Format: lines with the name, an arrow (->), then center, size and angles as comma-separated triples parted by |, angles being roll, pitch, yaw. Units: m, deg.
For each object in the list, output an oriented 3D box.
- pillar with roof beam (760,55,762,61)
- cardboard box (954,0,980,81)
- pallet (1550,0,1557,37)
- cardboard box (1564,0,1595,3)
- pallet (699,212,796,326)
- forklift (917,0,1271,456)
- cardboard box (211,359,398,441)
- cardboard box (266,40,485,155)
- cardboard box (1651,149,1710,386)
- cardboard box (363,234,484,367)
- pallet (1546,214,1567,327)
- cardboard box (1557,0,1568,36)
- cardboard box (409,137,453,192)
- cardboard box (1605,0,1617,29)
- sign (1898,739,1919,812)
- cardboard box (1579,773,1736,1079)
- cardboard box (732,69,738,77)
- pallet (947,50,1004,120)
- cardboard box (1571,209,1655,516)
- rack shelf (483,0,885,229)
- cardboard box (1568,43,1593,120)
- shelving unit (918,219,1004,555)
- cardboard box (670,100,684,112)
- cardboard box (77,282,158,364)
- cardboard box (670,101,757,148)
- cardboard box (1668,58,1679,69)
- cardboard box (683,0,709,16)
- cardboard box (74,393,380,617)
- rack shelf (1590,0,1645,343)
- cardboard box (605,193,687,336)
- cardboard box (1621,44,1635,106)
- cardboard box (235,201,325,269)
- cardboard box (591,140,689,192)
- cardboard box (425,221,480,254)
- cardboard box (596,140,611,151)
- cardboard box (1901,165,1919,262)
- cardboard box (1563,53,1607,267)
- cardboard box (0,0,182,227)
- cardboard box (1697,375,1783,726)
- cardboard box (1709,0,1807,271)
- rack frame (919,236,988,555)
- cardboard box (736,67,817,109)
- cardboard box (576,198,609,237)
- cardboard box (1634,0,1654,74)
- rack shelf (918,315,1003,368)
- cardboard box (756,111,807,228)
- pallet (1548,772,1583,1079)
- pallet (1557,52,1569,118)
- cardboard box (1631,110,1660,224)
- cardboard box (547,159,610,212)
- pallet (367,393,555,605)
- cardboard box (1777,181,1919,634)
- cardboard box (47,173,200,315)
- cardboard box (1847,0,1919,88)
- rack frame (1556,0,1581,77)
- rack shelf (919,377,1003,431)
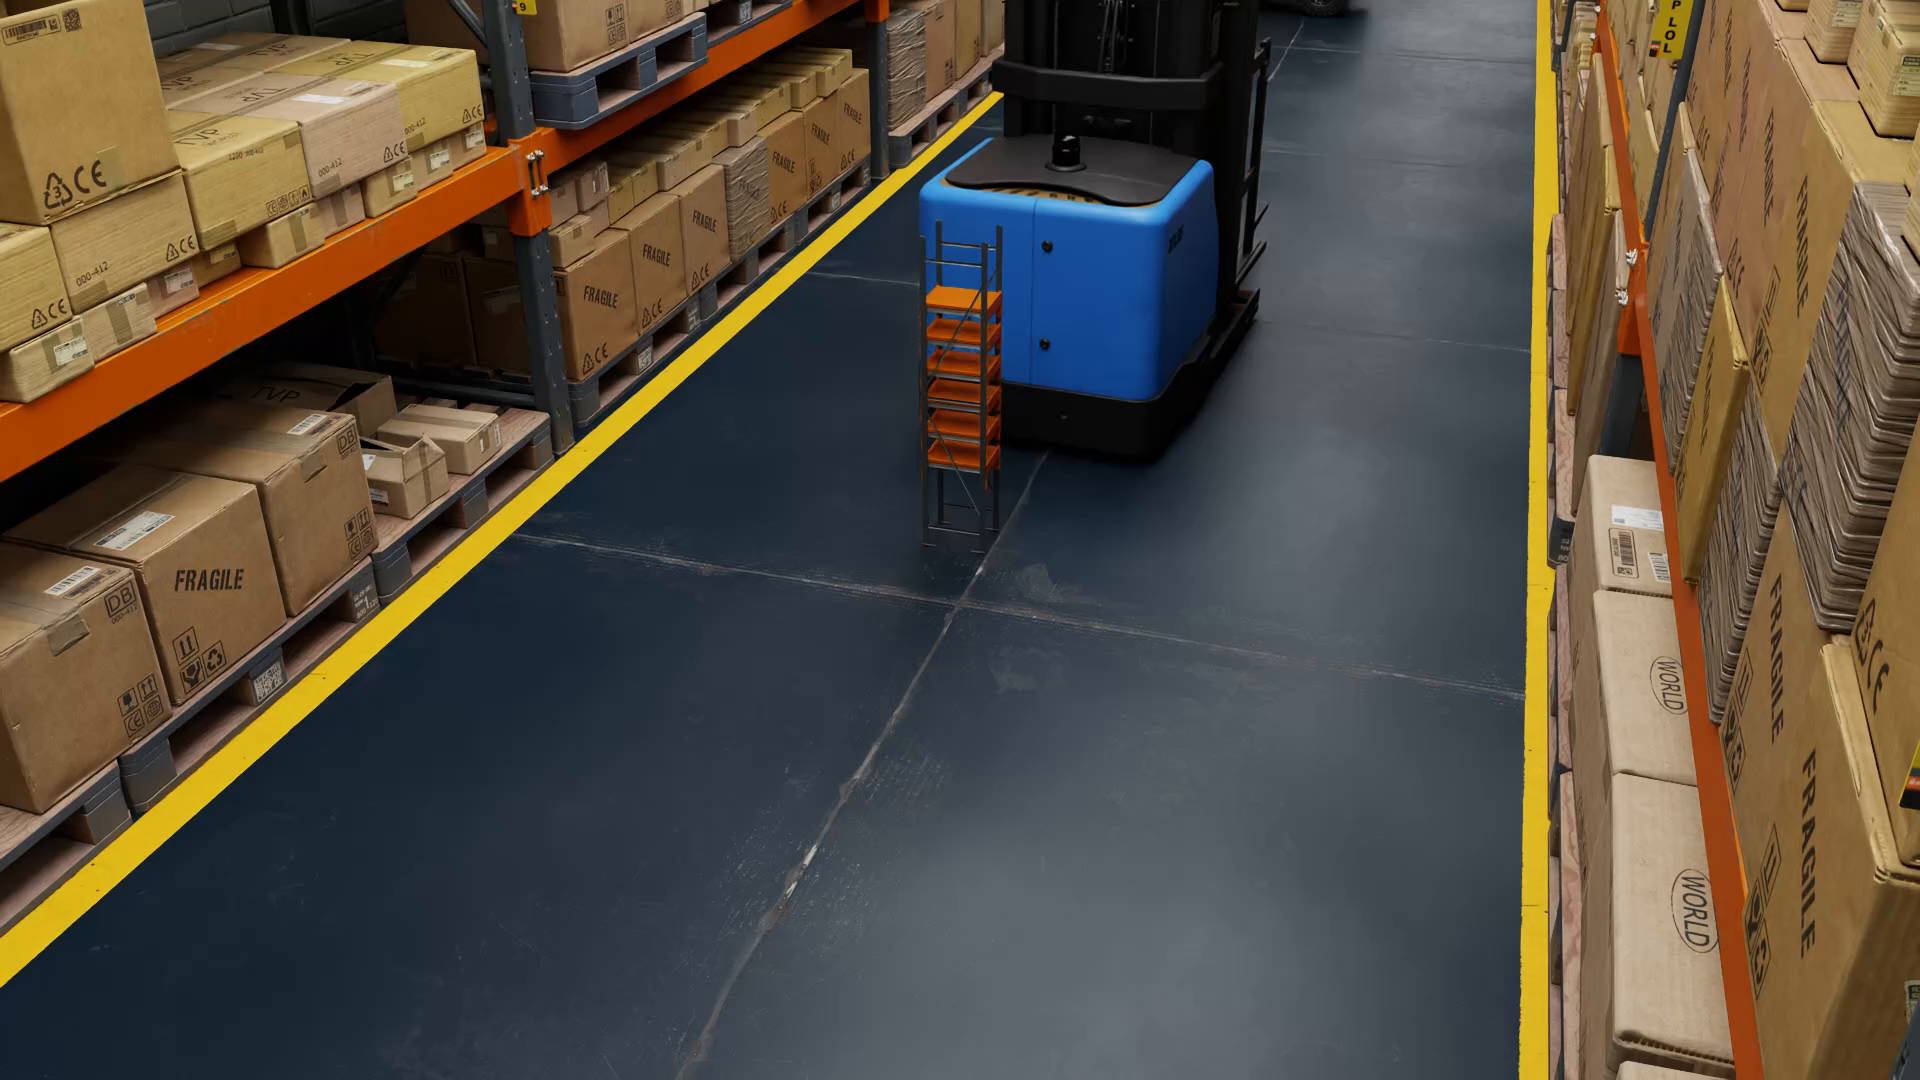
pillar with roof beam -> 2.705, -6.351, 8.410 | 9.100, 9.000, 0.400 | 8, 30, 15
cardboard box -> -0.354, -3.661, 11.755 | 0.875, 0.625, 0.625 | 7, 30, 13
pallet -> 5.508, -4.429, 13.994 | 1.003, 0.211, 1.213 | 8, 30, 15
cardboard box -> 4.905, -4.384, 12.671 | 0.500, 0.500, 0.500 | 8, 30, 14
pallet -> -1.547, -1.484, 8.700 | 1.003, 0.211, 1.213 | 8, 30, 15
forklift -> 0.828, -2.320, 7.405 | 1.130, 2.935, 3.031 | 11, 31, 18
cardboard box -> -2.526, -0.486, 6.371 | 0.500, 0.311, 0.500 | 10, 30, 17
cardboard box -> -2.022, -1.543, 5.787 | 0.500, 0.250, 0.500 | 9, 30, 16
cardboard box -> 2.100, -0.673, 4.272 | 0.500, 0.500, 0.500 | 9, 30, 15
cardboard box -> -2.245, -1.112, 7.302 | 0.500, 0.500, 0.500 | 8, 30, 15
pallet -> 3.511, -1.328, 8.421 | 1.003, 0.211, 1.213 | 8, 30, 15
cardboard box -> 4.905, -4.057, 12.853 | 0.500, 0.250, 0.500 | 10, 31, 17
cardboard box -> -2.014, -1.332, 5.818 | 0.380, 0.149, 0.250 | 9, 30, 16
cardboard box -> 3.430, -2.646, 8.074 | 0.500, 0.250, 0.500 | 8, 30, 14
sign -> 0.951, 0.122, 1.511 | 0.100, 0.325, 0.005 | 8, 30, 15
cardboard box -> 1.825, 1.004, 3.564 | 0.875, 0.438, 0.875 | 9, 30, 16
cardboard box -> -1.487, -2.666, 9.429 | 0.380, 0.149, 0.250 | 9, 30, 16
pallet -> -0.293, -3.333, 12.024 | 1.003, 0.211, 1.213 | 8, 30, 15
cardboard box -> 2.746, -0.598, 5.994 | 0.875, 0.875, 0.875 | 9, 30, 16
rack shelf -> -1.519, -2.365, 8.156 | 1.077, 0.370, 4.000 | 8, 30, 15
cardboard box -> 4.427, -2.895, 10.639 | 0.950, 0.372, 0.625 | 10, 30, 17
shelving unit -> 0.004, -0.531, 5.970 | 0.258, 1.200, 0.189 | 8, 30, 15
cardboard box -> -1.682, -2.298, 8.767 | 0.380, 0.149, 0.250 | 8, 30, 14
cardboard box -> -2.438, -0.612, 4.523 | 0.380, 0.149, 0.250 | 9, 30, 16
cardboard box -> -1.251, -2.106, 8.422 | 0.380, 0.149, 0.250 | 7, 30, 12
cardboard box -> 2.531, -1.768, 5.211 | 0.500, 0.500, 0.500 | 9, 30, 16
cardboard box -> -1.331, -2.466, 7.304 | 0.396, 0.266, 0.258 | 10, 31, 17
cardboard box -> -2.417, -0.127, 5.533 | 0.700, 0.500, 0.500 | 7, 30, 13
rack shelf -> 3.227, -1.659, 6.886 | 1.077, 0.370, 4.000 | 8, 30, 15
cardboard box -> -1.602, -1.283, 7.610 | 0.500, 0.500, 0.500 | 8, 30, 14
cardboard box -> 2.995, -1.932, 6.791 | 0.500, 0.250, 0.500 | 8, 30, 15
cardboard box -> -2.218, -0.967, 5.162 | 0.380, 0.149, 0.250 | 8, 30, 14
cardboard box -> -1.498, -1.754, 7.790 | 0.380, 0.149, 0.250 | 8, 30, 15
cardboard box -> -2.274, -1.337, 7.040 | 0.380, 0.149, 0.250 | 7, 30, 13
cardboard box -> -1.934, -1.945, 8.132 | 0.380, 0.149, 0.250 | 9, 30, 16
cardboard box -> 1.427, -0.398, 2.081 | 0.380, 0.149, 0.250 | 8, 30, 14
cardboard box -> 3.532, -1.849, 8.241 | 0.875, 0.875, 0.875 | 8, 30, 14
cardboard box -> -2.449, -1.153, 4.314 | 0.500, 0.500, 0.500 | 9, 30, 16
cardboard box -> 1.658, 0.038, 2.993 | 0.500, 0.500, 0.500 | 9, 30, 16
cardboard box -> 1.953, -0.867, 3.592 | 0.500, 0.500, 0.500 | 9, 30, 16
rack frame -> -0.023, -0.489, 5.894 | 0.240, 1.200, 0.006 | 8, 30, 15
cardboard box -> -1.005, -2.471, 9.078 | 0.380, 0.149, 0.250 | 7, 30, 13
cardboard box -> -1.739, -1.393, 7.141 | 0.380, 0.149, 0.250 | 8, 30, 13
cardboard box -> 2.823, -1.911, 6.240 | 0.500, 0.250, 0.500 | 9, 30, 16
rack shelf -> 0.004, -0.702, 5.875 | 0.258, 0.103, 0.180 | 8, 30, 15
cardboard box -> -1.159, -1.998, 8.896 | 0.500, 0.500, 0.500 | 10, 31, 17
pallet -> 1.986, 1.086, 4.081 | 1.003, 0.211, 1.213 | 8, 30, 15
pallet -> 4.761, -3.181, 11.751 | 1.003, 0.211, 1.213 | 8, 30, 15
cardboard box -> 2.531, -1.223, 5.517 | 0.500, 0.250, 0.500 | 8, 30, 14
cardboard box -> -1.716, -1.511, 7.047 | 0.380, 0.149, 0.250 | 7, 30, 12
pallet -> -2.309, -0.213, 6.415 | 1.003, 0.211, 1.213 | 8, 30, 15
cardboard box -> 1.505, -0.171, 2.340 | 0.500, 0.500, 0.500 | 9, 30, 15
cardboard box -> -2.466, -0.839, 4.521 | 0.500, 0.250, 0.500 | 8, 30, 14
cardboard box -> 1.797, -0.864, 2.920 | 0.380, 0.149, 0.250 | 9, 30, 16
rack frame -> 4.988, -4.762, 11.724 | 1.000, 3.000, 0.127 | 8, 30, 15
rack shelf -> 0.004, -0.492, 5.992 | 0.258, 0.103, 0.180 | 8, 30, 15
